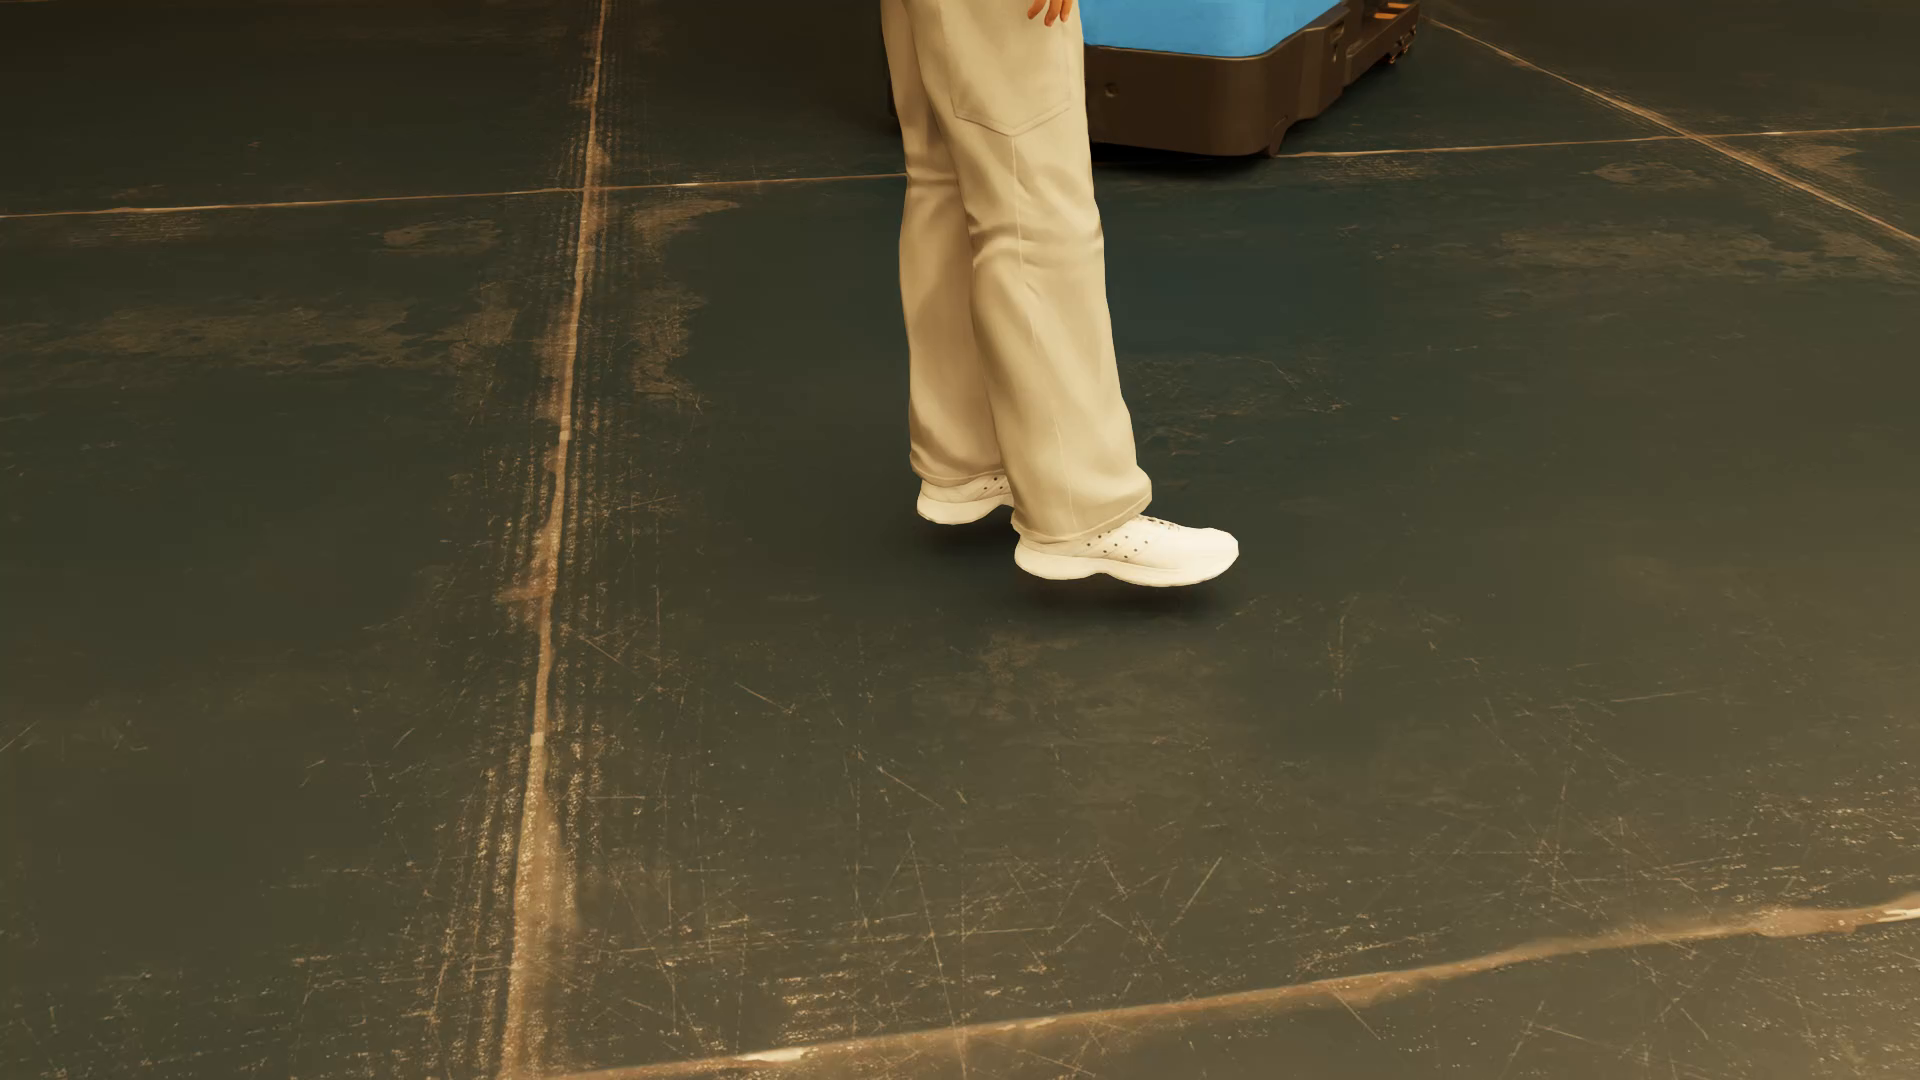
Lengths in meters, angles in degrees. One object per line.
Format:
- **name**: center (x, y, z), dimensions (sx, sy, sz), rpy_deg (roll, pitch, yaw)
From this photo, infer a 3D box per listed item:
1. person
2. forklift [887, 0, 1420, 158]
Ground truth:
- **person**: center (0.075, -0.782, 2.084), dimensions (0.547, 1.673, 0.549), rpy_deg (-5, 28, -9)
- **forklift**: center (0.888, -2.918, 4.872), dimensions (1.130, 2.935, 3.031), rpy_deg (12, 30, 22)
